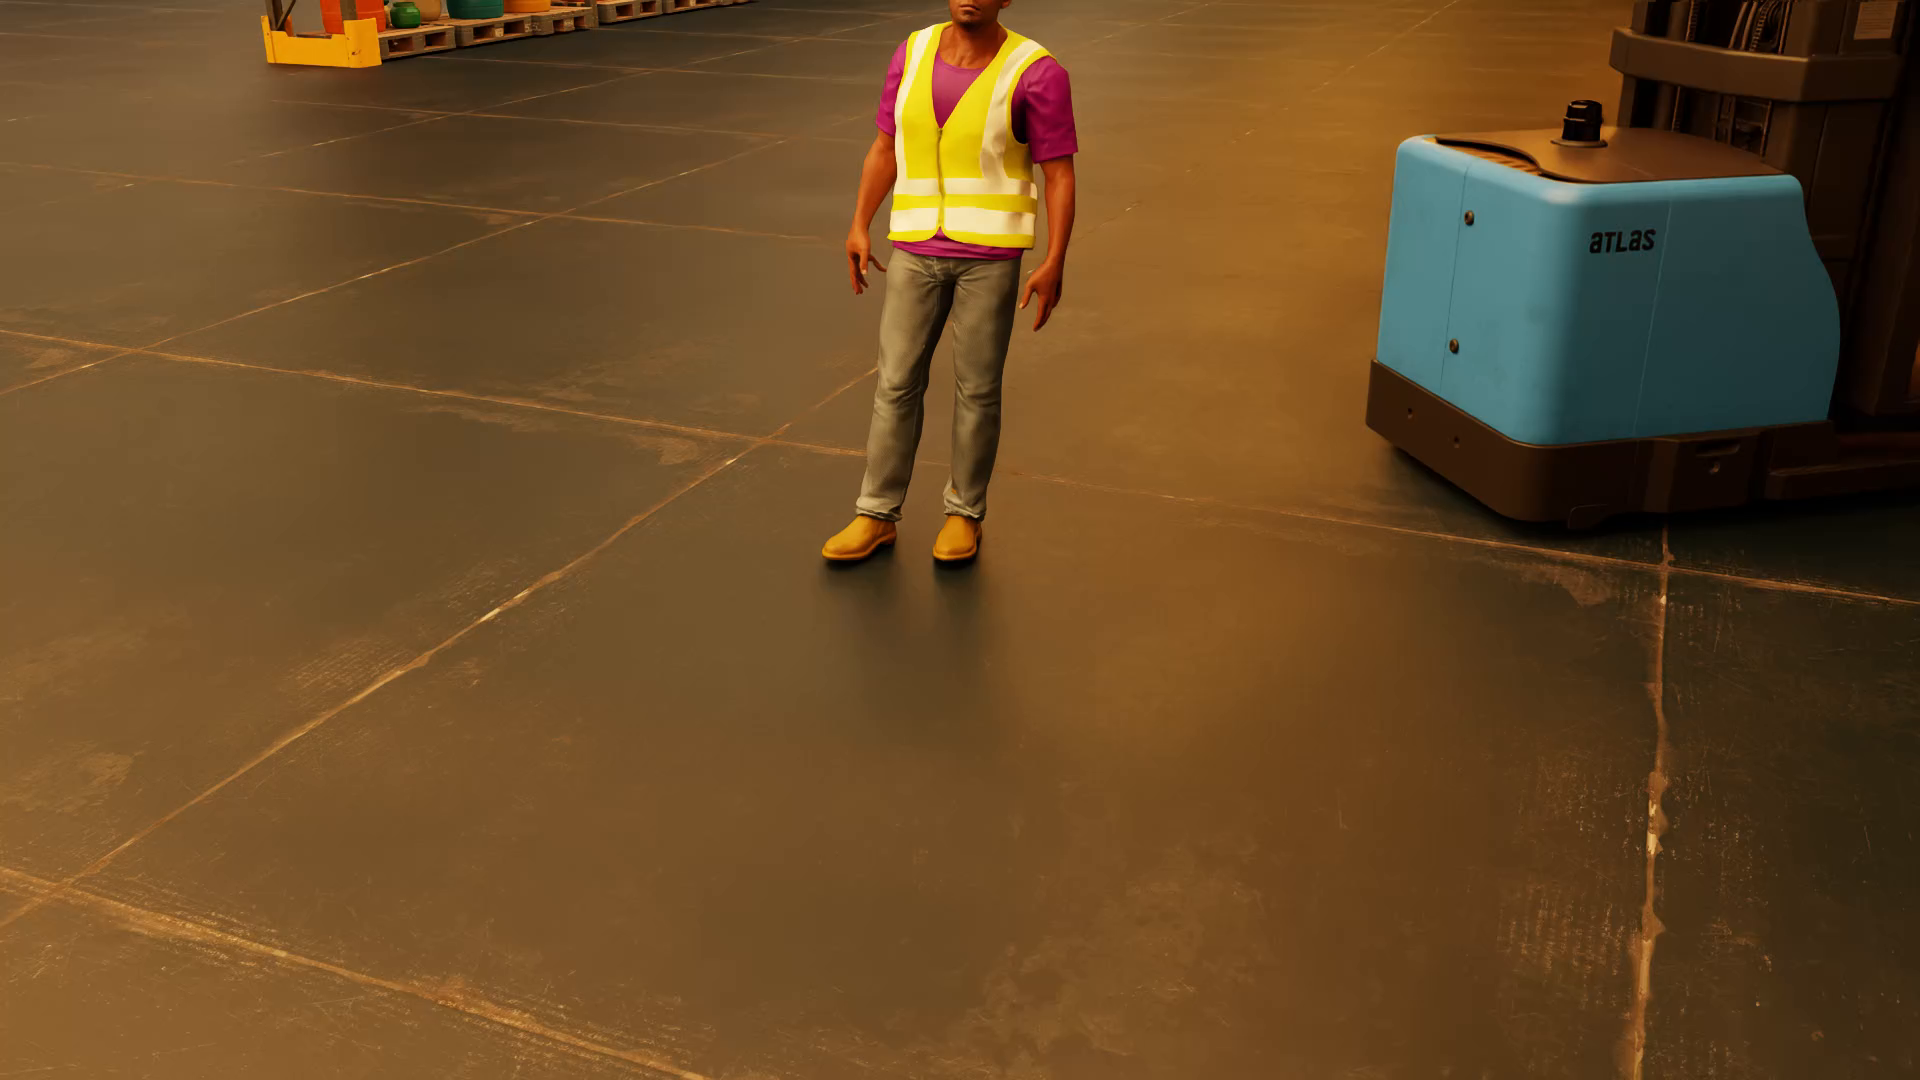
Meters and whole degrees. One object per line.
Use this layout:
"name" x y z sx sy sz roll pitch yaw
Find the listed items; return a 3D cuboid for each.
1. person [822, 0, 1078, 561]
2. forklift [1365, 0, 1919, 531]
"person" -0.032 -0.798 4.693 0.666 1.765 0.577 9 24 21
"forklift" 3.010 -1.673 5.294 3.031 2.935 1.130 -6 23 -13
